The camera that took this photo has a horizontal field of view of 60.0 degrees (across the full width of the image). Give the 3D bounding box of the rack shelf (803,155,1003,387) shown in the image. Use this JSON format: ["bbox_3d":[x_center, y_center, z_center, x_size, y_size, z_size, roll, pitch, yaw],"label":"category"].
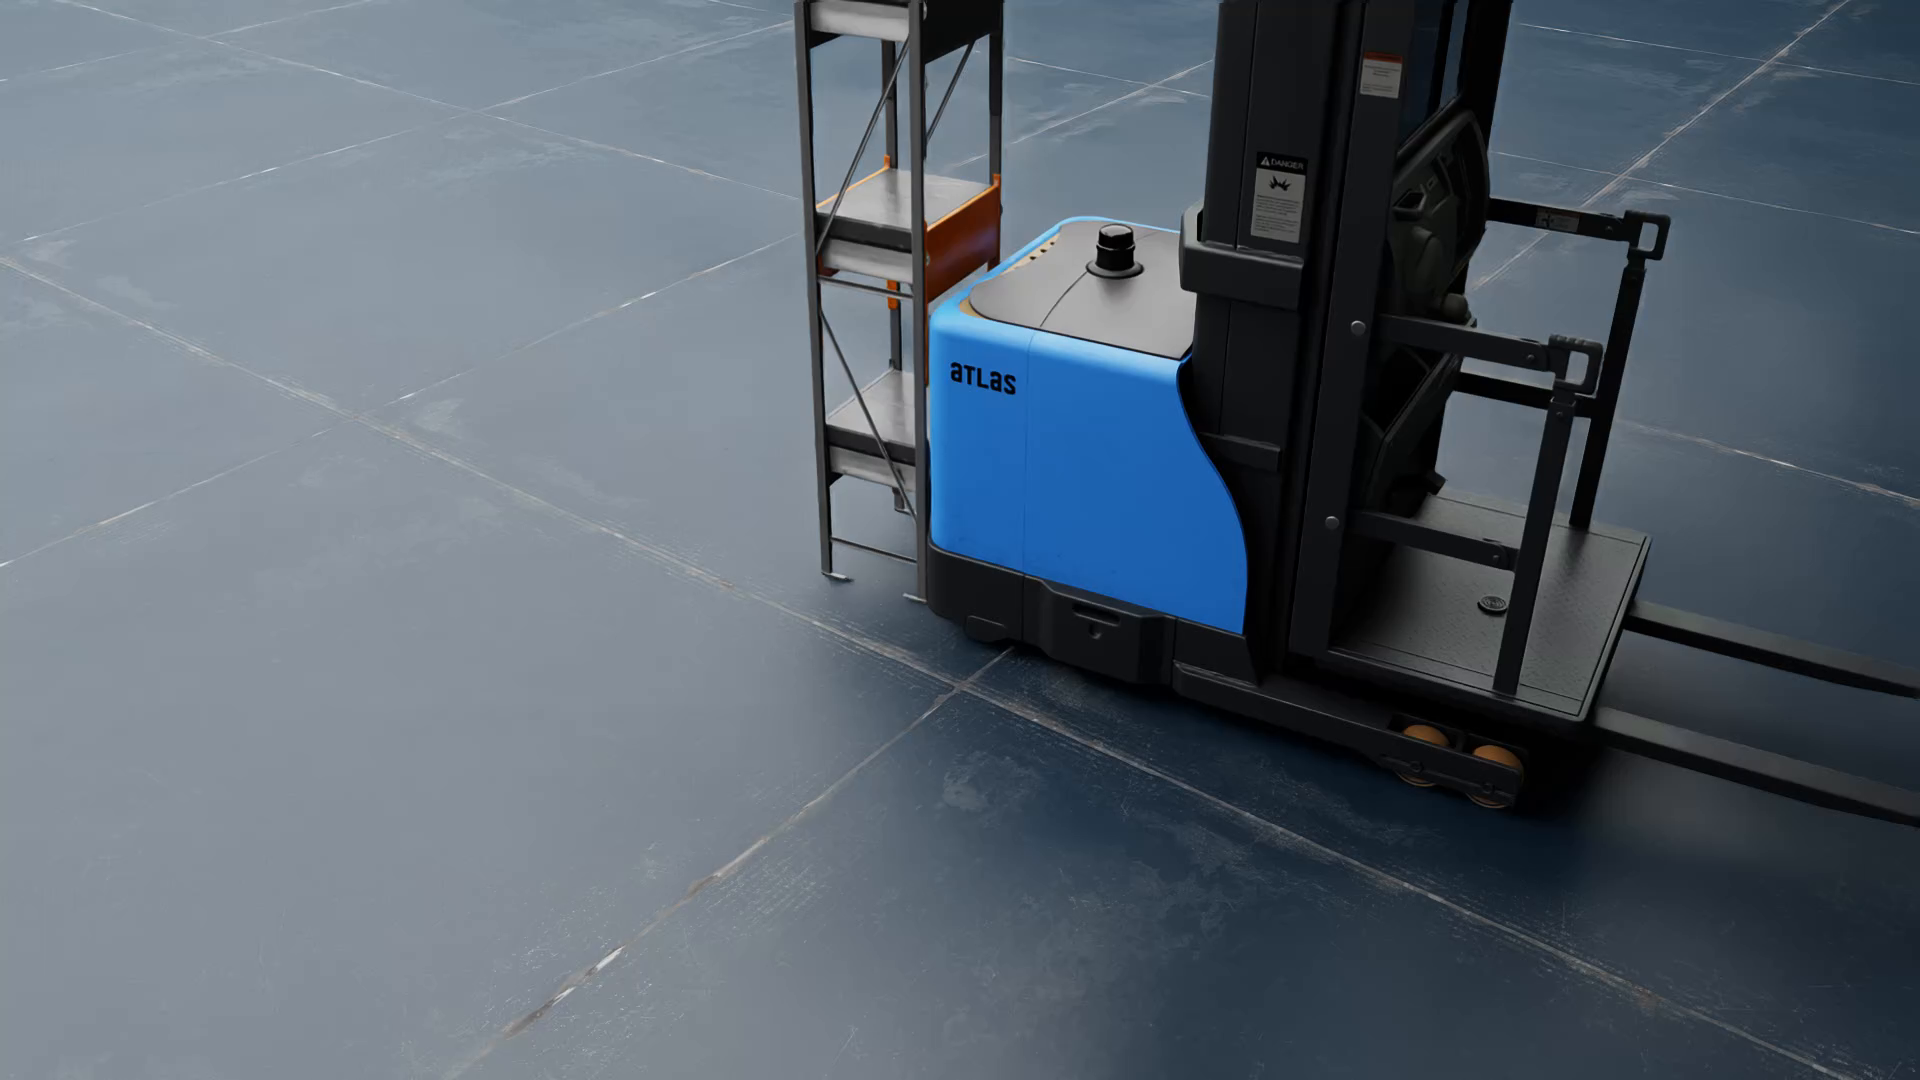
[{"bbox_3d":[-0.168,-0.841,5.136,0.431,0.518,0.480,15,34,24],"label":"rack shelf"}]

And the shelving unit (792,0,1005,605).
[{"bbox_3d":[-0.168,-0.853,5.129,0.431,2.100,0.503,15,34,24],"label":"shelving unit"}]

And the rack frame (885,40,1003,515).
[{"bbox_3d":[-0.053,-0.962,5.315,0.400,2.100,0.015,15,34,24],"label":"rack frame"}]

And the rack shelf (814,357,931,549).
[{"bbox_3d":[-0.168,-0.239,5.493,0.431,0.518,0.480,15,34,24],"label":"rack shelf"}]

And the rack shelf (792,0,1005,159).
[{"bbox_3d":[-0.167,-1.443,4.779,0.431,0.518,0.480,15,34,24],"label":"rack shelf"}]

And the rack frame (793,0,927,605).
[{"bbox_3d":[-0.282,-0.743,4.943,0.400,2.100,0.015,15,34,24],"label":"rack frame"}]

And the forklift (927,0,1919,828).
[{"bbox_3d":[1.438,-0.843,4.297,3.031,2.935,1.130,16,34,24],"label":"forklift"}]
